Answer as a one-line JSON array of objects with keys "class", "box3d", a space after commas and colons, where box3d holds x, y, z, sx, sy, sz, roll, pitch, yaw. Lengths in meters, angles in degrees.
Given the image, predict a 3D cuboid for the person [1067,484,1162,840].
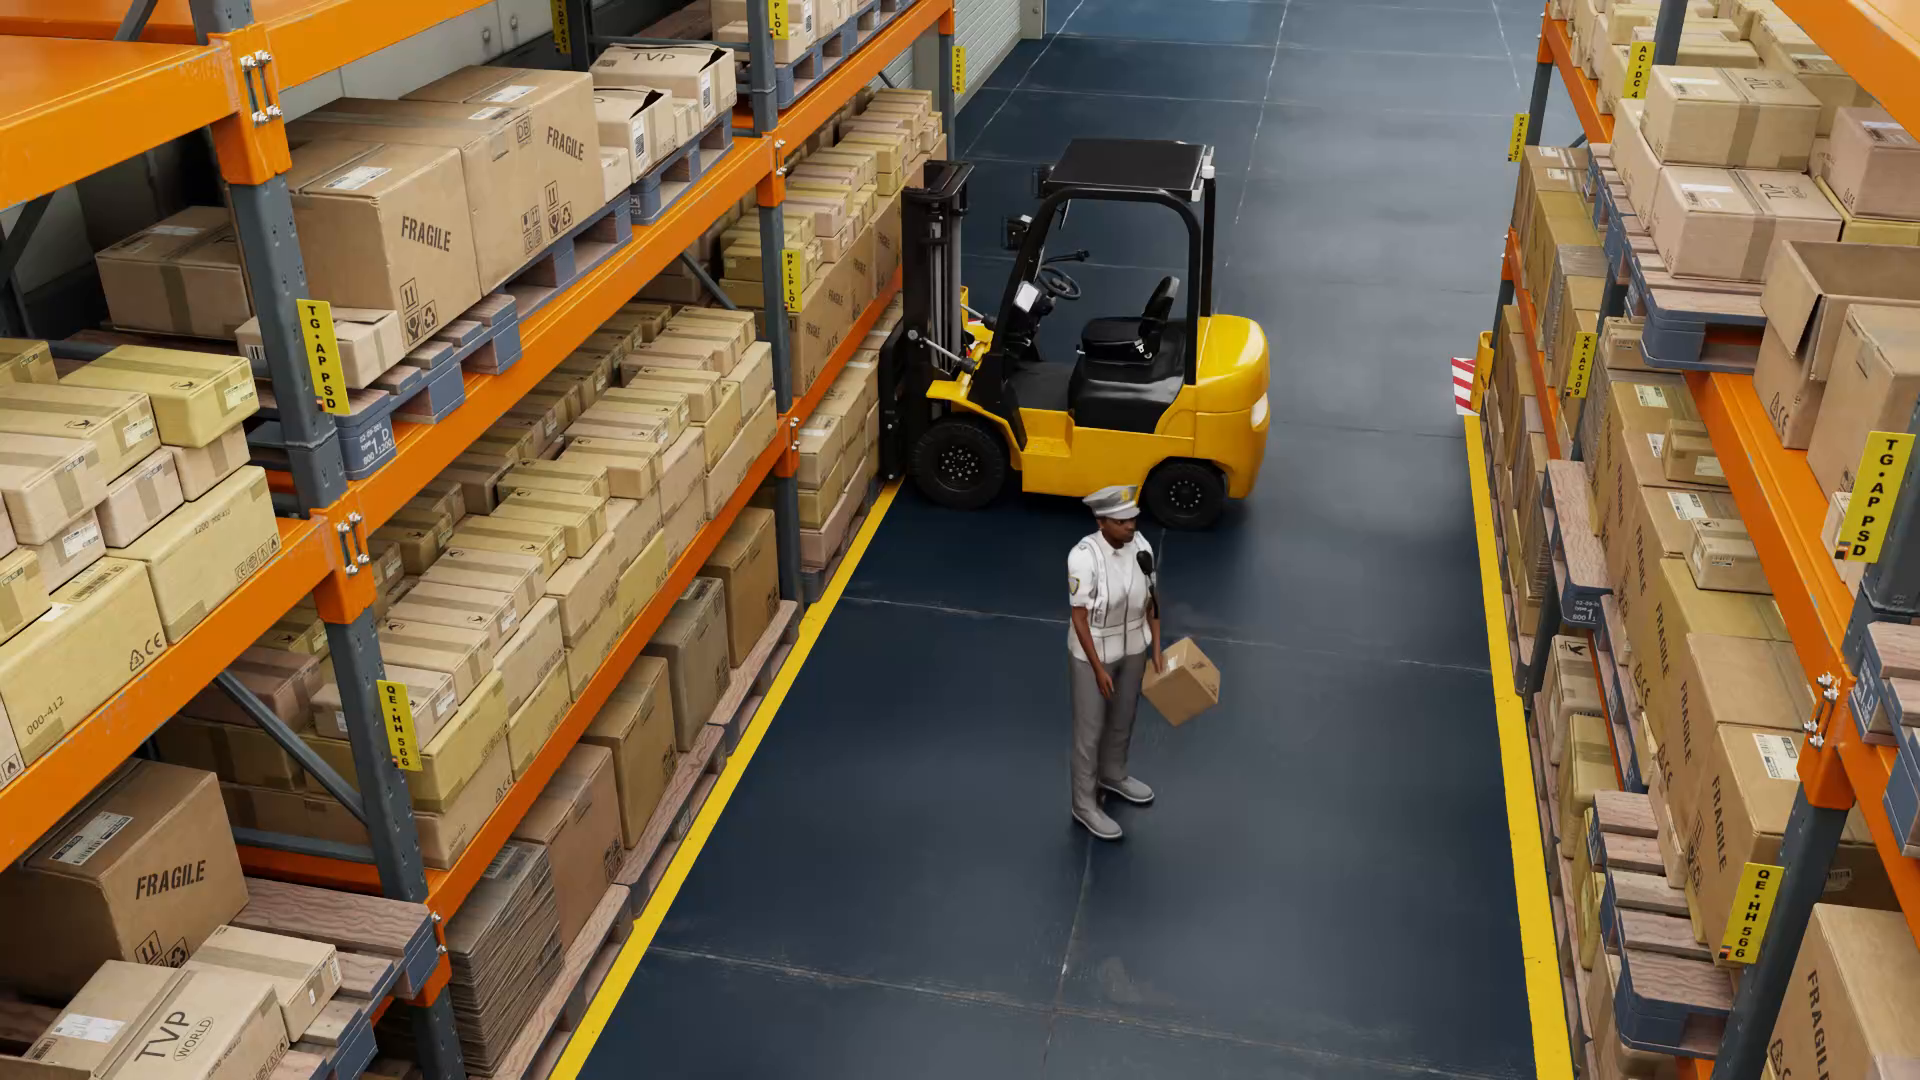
[{"class": "person", "box3d": [0.733, 0.532, 7.584, 0.477, 1.703, 0.486, -16, 33, -27]}]
